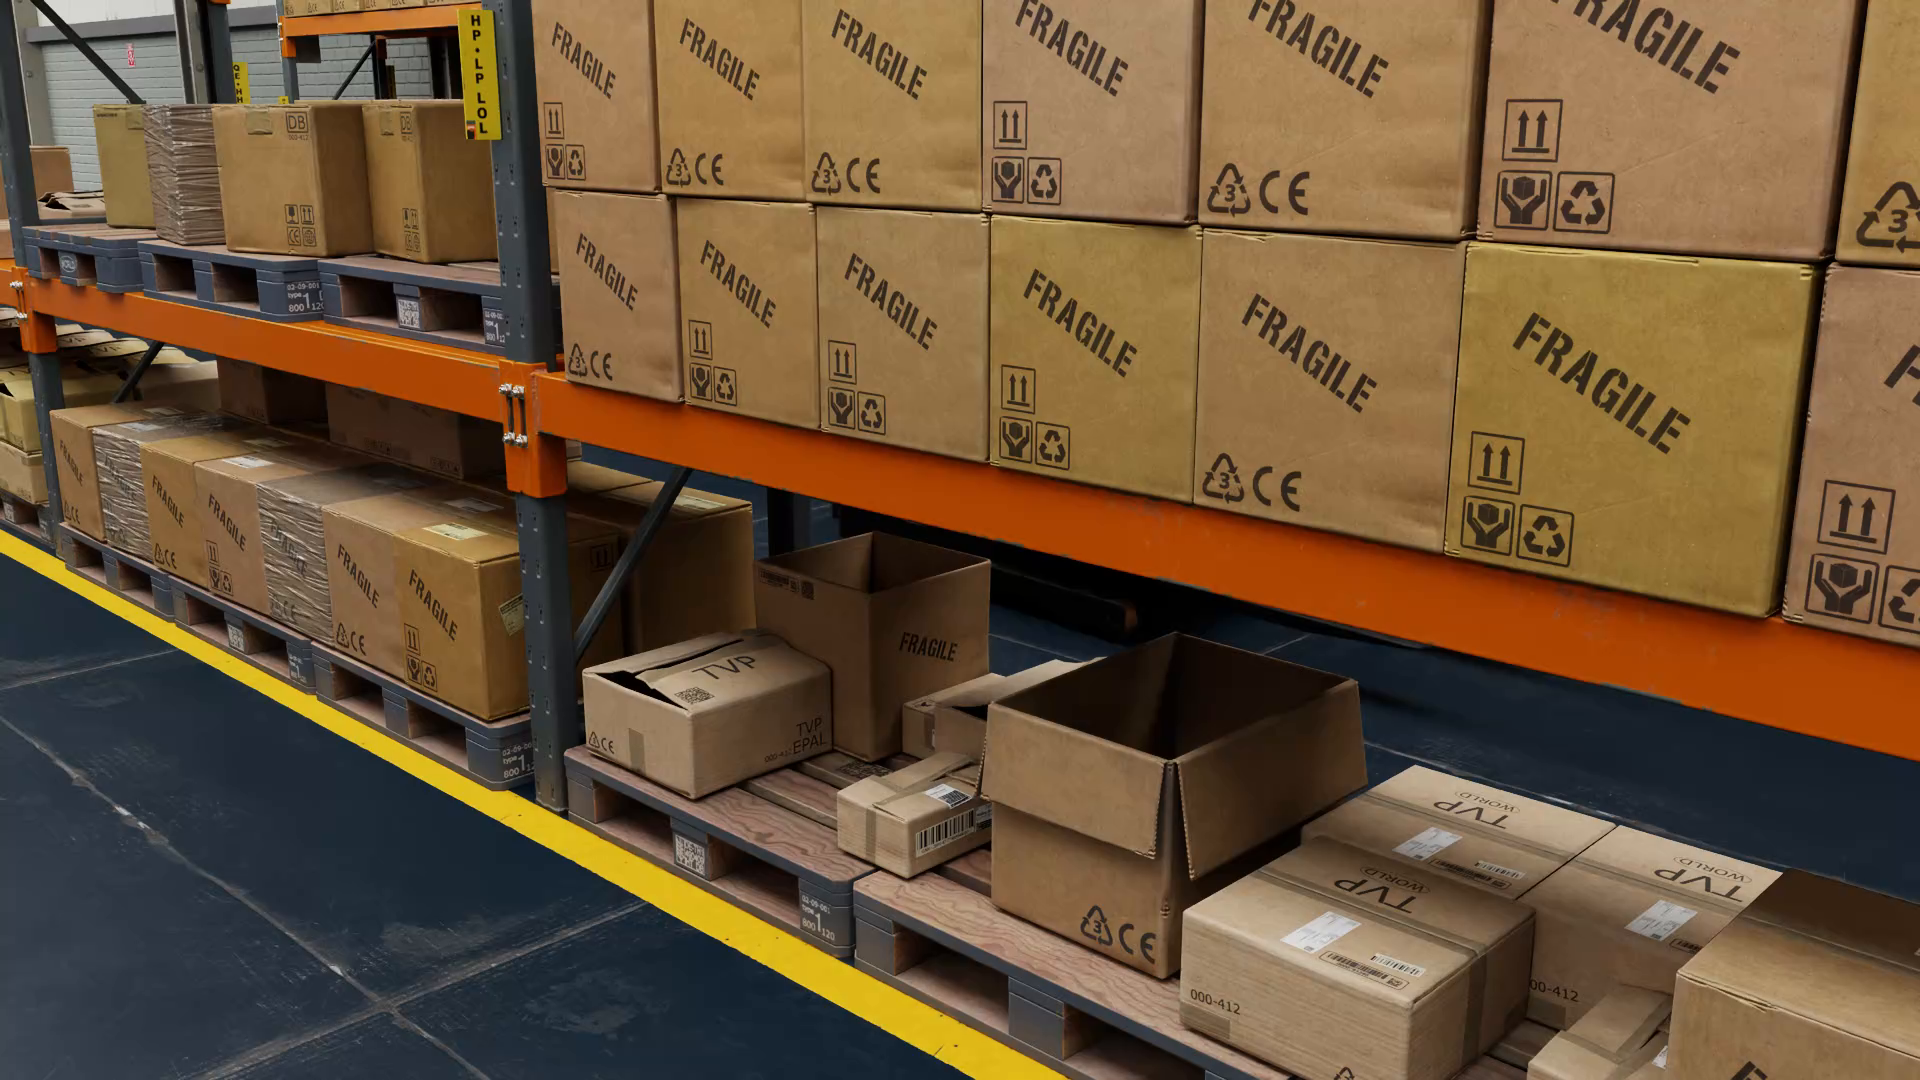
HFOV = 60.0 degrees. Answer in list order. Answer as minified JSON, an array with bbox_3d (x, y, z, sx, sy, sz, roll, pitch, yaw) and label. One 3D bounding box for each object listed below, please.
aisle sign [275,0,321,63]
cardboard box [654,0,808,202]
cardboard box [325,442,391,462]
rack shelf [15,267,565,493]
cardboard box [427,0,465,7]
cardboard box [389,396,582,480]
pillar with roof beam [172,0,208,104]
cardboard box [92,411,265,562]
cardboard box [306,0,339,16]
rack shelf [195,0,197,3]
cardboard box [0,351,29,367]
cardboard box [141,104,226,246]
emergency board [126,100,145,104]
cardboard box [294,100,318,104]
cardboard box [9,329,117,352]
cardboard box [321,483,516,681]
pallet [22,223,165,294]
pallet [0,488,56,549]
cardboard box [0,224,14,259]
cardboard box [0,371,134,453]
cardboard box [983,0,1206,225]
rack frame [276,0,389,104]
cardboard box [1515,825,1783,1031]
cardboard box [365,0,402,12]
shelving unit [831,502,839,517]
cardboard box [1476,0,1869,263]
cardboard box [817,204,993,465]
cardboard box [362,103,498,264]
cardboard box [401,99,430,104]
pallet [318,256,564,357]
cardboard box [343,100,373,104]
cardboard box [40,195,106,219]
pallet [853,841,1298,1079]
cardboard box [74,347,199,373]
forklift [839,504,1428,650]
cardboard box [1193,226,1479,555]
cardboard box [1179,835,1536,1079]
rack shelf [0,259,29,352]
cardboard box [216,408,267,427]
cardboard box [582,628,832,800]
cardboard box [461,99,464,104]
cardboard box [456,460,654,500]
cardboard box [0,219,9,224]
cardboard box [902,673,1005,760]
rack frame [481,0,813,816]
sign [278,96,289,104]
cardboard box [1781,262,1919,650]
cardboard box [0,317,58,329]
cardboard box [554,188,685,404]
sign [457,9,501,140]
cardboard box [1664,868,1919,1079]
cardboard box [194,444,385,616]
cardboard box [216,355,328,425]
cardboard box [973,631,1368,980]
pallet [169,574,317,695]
[{"bbox_3d":[-6.328,-4.964,15.880,0.004,0.787,0.394,14,20,42],"label":"aisle sign"},{"bbox_3d":[-0.350,-1.057,3.858,0.500,0.500,0.500,13,19,40],"label":"cardboard box"},{"bbox_3d":[-2.154,-0.149,6.641,0.500,0.500,0.500,13,19,40],"label":"cardboard box"},{"bbox_3d":[-2.305,-0.750,6.289,4.000,0.370,1.077,14,20,42],"label":"rack shelf"},{"bbox_3d":[-4.079,-4.692,13.804,0.500,0.500,0.500,12,19,38],"label":"cardboard box"},{"bbox_3d":[-1.764,-0.418,6.186,0.500,0.250,0.500,14,20,42],"label":"cardboard box"},{"bbox_3d":[-12.271,-6.954,16.776,0.400,9.000,9.100,14,20,42],"label":"pillar with roof beam"},{"bbox_3d":[-3.235,-0.230,6.949,0.500,0.500,0.500,13,19,40],"label":"cardboard box"},{"bbox_3d":[-5.639,-5.053,15.191,0.500,0.500,0.500,-13,19,-41],"label":"cardboard box"},{"bbox_3d":[-5.185,-2.902,8.598,4.000,0.370,1.077,14,20,42],"label":"rack shelf"},{"bbox_3d":[-5.033,-0.818,8.631,0.500,0.311,0.500,13,20,42],"label":"cardboard box"},{"bbox_3d":[-2.687,-1.415,6.384,0.700,0.500,0.500,-10,18,-34],"label":"cardboard box"},{"bbox_3d":[-11.036,-5.272,22.217,0.643,1.169,0.194,14,20,42],"label":"emergency board"},{"bbox_3d":[-5.933,-3.910,15.760,0.500,0.500,0.500,14,20,42],"label":"cardboard box"},{"bbox_3d":[-5.038,-1.007,9.357,0.500,0.311,0.500,13,20,42],"label":"cardboard box"},{"bbox_3d":[-1.770,0.126,5.584,0.500,0.500,0.500,14,20,42],"label":"cardboard box"},{"bbox_3d":[-3.208,-1.250,7.159,1.003,0.211,1.213,14,20,42],"label":"pallet"},{"bbox_3d":[-4.310,-0.250,8.473,1.213,0.211,1.003,14,20,42],"label":"pallet"},{"bbox_3d":[-4.584,-1.434,7.985,0.250,0.149,0.380,14,20,42],"label":"cardboard box"},{"bbox_3d":[-4.293,-0.639,7.945,0.500,0.311,0.500,-14,20,-43],"label":"cardboard box"},{"bbox_3d":[0.392,-0.877,3.166,0.500,0.500,0.500,-14,20,-42],"label":"cardboard box"},{"bbox_3d":[-6.068,-3.748,16.368,0.127,3.000,1.000,14,20,42],"label":"rack frame"},{"bbox_3d":[1.460,0.835,3.358,0.500,0.250,0.500,14,20,42],"label":"cardboard box"},{"bbox_3d":[-4.862,-4.873,14.500,0.500,0.500,0.500,-13,19,-41],"label":"cardboard box"},{"bbox_3d":[-0.331,-1.120,8.066,0.431,2.100,0.503,-13,19,-40],"label":"shelving unit"},{"bbox_3d":[1.139,-0.697,2.476,0.500,0.500,0.500,-14,20,-43],"label":"cardboard box"},{"bbox_3d":[0.042,-0.481,3.631,0.500,0.500,0.500,14,20,42],"label":"cardboard box"},{"bbox_3d":[-1.590,-1.232,5.681,0.700,0.500,0.500,-11,18,-35],"label":"cardboard box"},{"bbox_3d":[-4.462,-3.551,14.383,0.500,0.500,0.500,13,19,41],"label":"cardboard box"},{"bbox_3d":[-1.365,-0.815,5.492,1.213,0.211,1.003,14,20,42],"label":"pallet"},{"bbox_3d":[-5.217,-3.730,15.070,0.500,0.500,0.500,13,19,40],"label":"cardboard box"},{"bbox_3d":[-3.976,-1.477,7.828,0.500,0.311,0.500,-13,19,-41],"label":"cardboard box"},{"bbox_3d":[0.511,0.935,3.925,1.213,0.211,1.003,14,20,42],"label":"pallet"},{"bbox_3d":[-4.302,-0.828,8.668,0.500,0.311,0.500,13,19,41],"label":"cardboard box"},{"bbox_3d":[0.796,-1.174,6.626,1.130,2.935,3.031,-13,19,-40],"label":"forklift"},{"bbox_3d":[0.772,-0.304,2.952,0.500,0.500,0.500,14,20,43],"label":"cardboard box"},{"bbox_3d":[0.789,0.847,3.312,0.500,0.250,0.500,14,20,42],"label":"cardboard box"},{"bbox_3d":[-5.185,-1.450,8.976,4.000,0.370,1.077,14,20,42],"label":"rack shelf"},{"bbox_3d":[-2.909,-0.331,7.337,0.500,0.500,0.500,-14,20,-42],"label":"cardboard box"},{"bbox_3d":[-0.713,0.453,4.706,0.500,0.311,0.500,14,20,42],"label":"cardboard box"},{"bbox_3d":[-3.744,-3.375,13.706,0.500,0.500,0.500,14,20,42],"label":"cardboard box"},{"bbox_3d":[-1.436,0.028,5.960,0.500,0.500,0.500,14,20,43],"label":"cardboard box"},{"bbox_3d":[-4.702,-1.540,8.391,0.380,0.149,0.250,-13,19,-40],"label":"cardboard box"},{"bbox_3d":[0.053,0.521,4.764,0.250,0.149,0.380,14,20,42],"label":"cardboard box"},{"bbox_3d":[-0.865,-0.748,4.855,0.127,3.000,1.000,14,20,42],"label":"rack frame"},{"bbox_3d":[-6.445,-4.069,15.881,0.005,0.325,0.100,14,20,42],"label":"sign"},{"bbox_3d":[1.503,-0.126,2.267,0.500,0.500,0.500,-14,20,-42],"label":"cardboard box"},{"bbox_3d":[-5.755,-1.184,10.034,0.500,0.311,0.500,-14,20,-43],"label":"cardboard box"},{"bbox_3d":[-0.688,-0.658,4.310,0.500,0.500,0.500,-14,20,-43],"label":"cardboard box"},{"bbox_3d":[-1.248,-1.207,4.320,0.005,0.325,0.100,14,20,42],"label":"sign"},{"bbox_3d":[1.452,0.898,2.622,0.500,0.500,0.500,14,20,42],"label":"cardboard box"},{"bbox_3d":[-2.498,-0.050,6.262,0.500,0.500,0.500,13,19,40],"label":"cardboard box"},{"bbox_3d":[-2.865,-0.684,7.207,0.500,0.250,0.500,-14,20,-42],"label":"cardboard box"},{"bbox_3d":[0.491,0.575,3.856,0.637,0.503,0.797,14,20,42],"label":"cardboard box"},{"bbox_3d":[-2.360,0.252,6.546,1.213,0.211,1.003,14,20,42],"label":"pallet"}]
